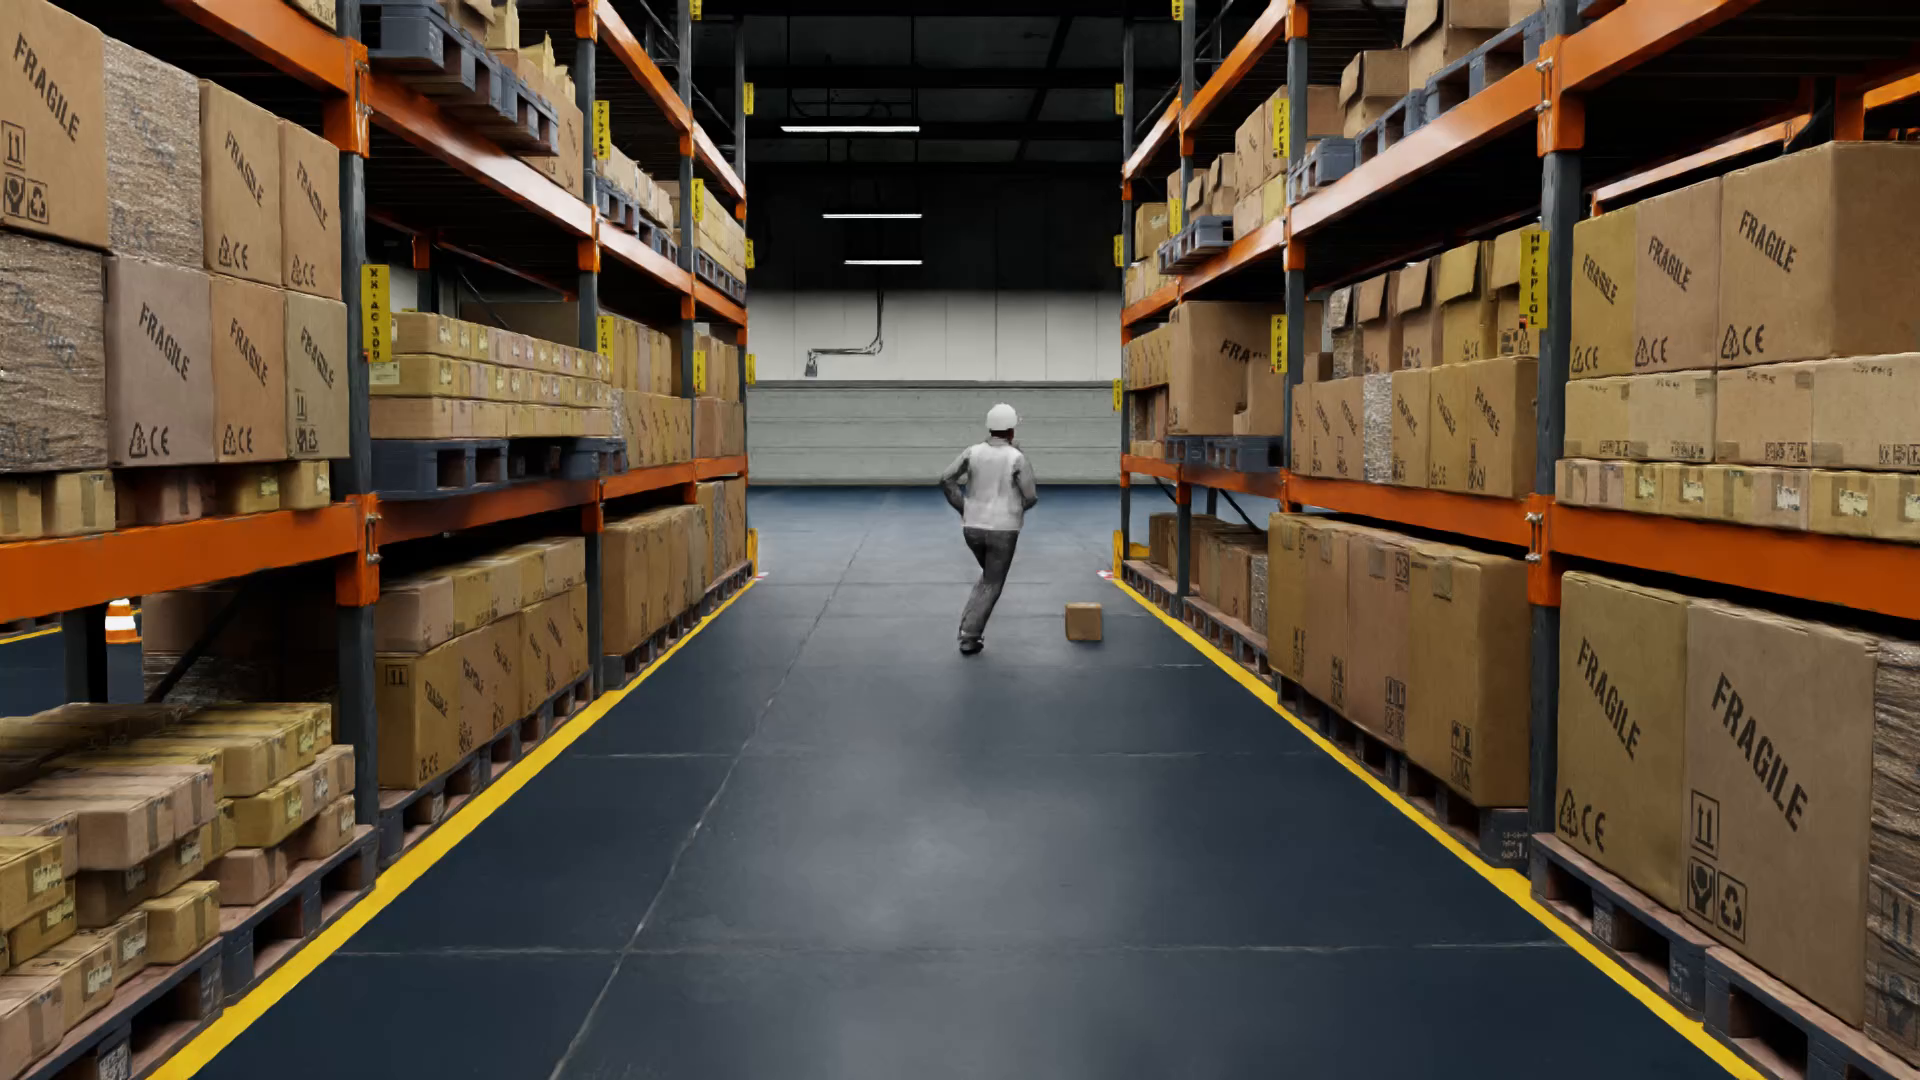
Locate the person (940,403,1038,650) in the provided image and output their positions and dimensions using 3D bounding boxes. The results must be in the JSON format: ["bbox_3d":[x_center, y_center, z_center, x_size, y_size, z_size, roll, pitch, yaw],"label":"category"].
[{"bbox_3d":[0.269,-0.086,11.663,0.658,1.740,0.585,2,4,33],"label":"person"}]
